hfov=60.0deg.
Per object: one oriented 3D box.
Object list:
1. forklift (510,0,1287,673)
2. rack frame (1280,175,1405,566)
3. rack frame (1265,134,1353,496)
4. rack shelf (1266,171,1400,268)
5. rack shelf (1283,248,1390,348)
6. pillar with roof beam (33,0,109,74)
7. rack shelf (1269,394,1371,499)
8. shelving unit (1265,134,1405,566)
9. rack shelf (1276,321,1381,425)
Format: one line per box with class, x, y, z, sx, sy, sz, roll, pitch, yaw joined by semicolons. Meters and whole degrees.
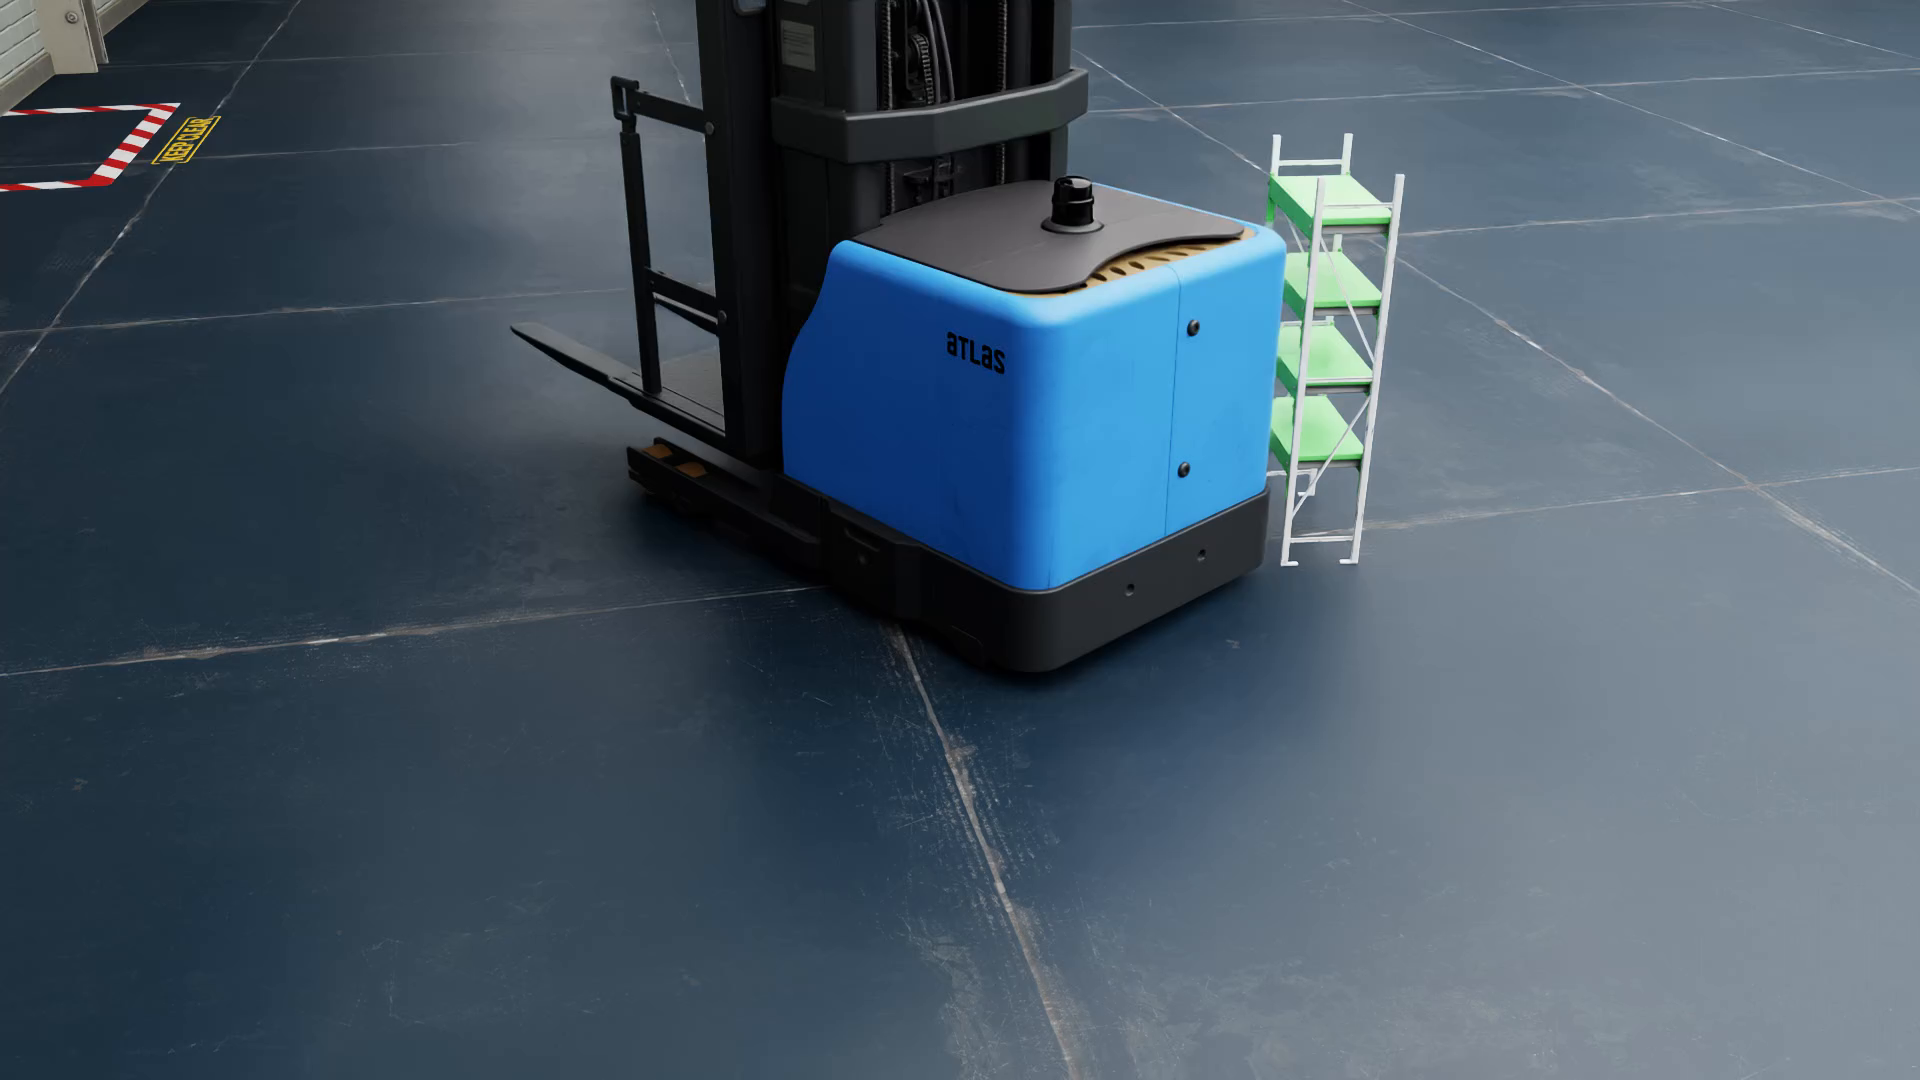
forklift;-0.456;-1.534;5.037;1.130;2.935;3.031;-23;35;-37
rack frame;1.101;-0.463;4.836;0.240;1.200;0.015;-2;27;-4
rack frame;1.061;-0.682;5.270;0.240;1.200;0.015;-2;27;-4
rack shelf;1.081;-0.944;4.866;0.258;0.148;0.480;-2;27;-4
rack shelf;1.081;-0.730;4.974;0.258;0.148;0.480;-2;27;-4
pillar with roof beam;-2.156;-7.859;10.833;9.100;9.000;0.400;-6;27;-12
rack shelf;1.081;-0.301;5.190;0.258;0.148;0.480;-2;27;-4
shelving unit;1.081;-0.573;5.053;0.258;1.200;0.503;-2;27;-4
rack shelf;1.081;-0.516;5.082;0.258;0.148;0.480;-2;27;-4
